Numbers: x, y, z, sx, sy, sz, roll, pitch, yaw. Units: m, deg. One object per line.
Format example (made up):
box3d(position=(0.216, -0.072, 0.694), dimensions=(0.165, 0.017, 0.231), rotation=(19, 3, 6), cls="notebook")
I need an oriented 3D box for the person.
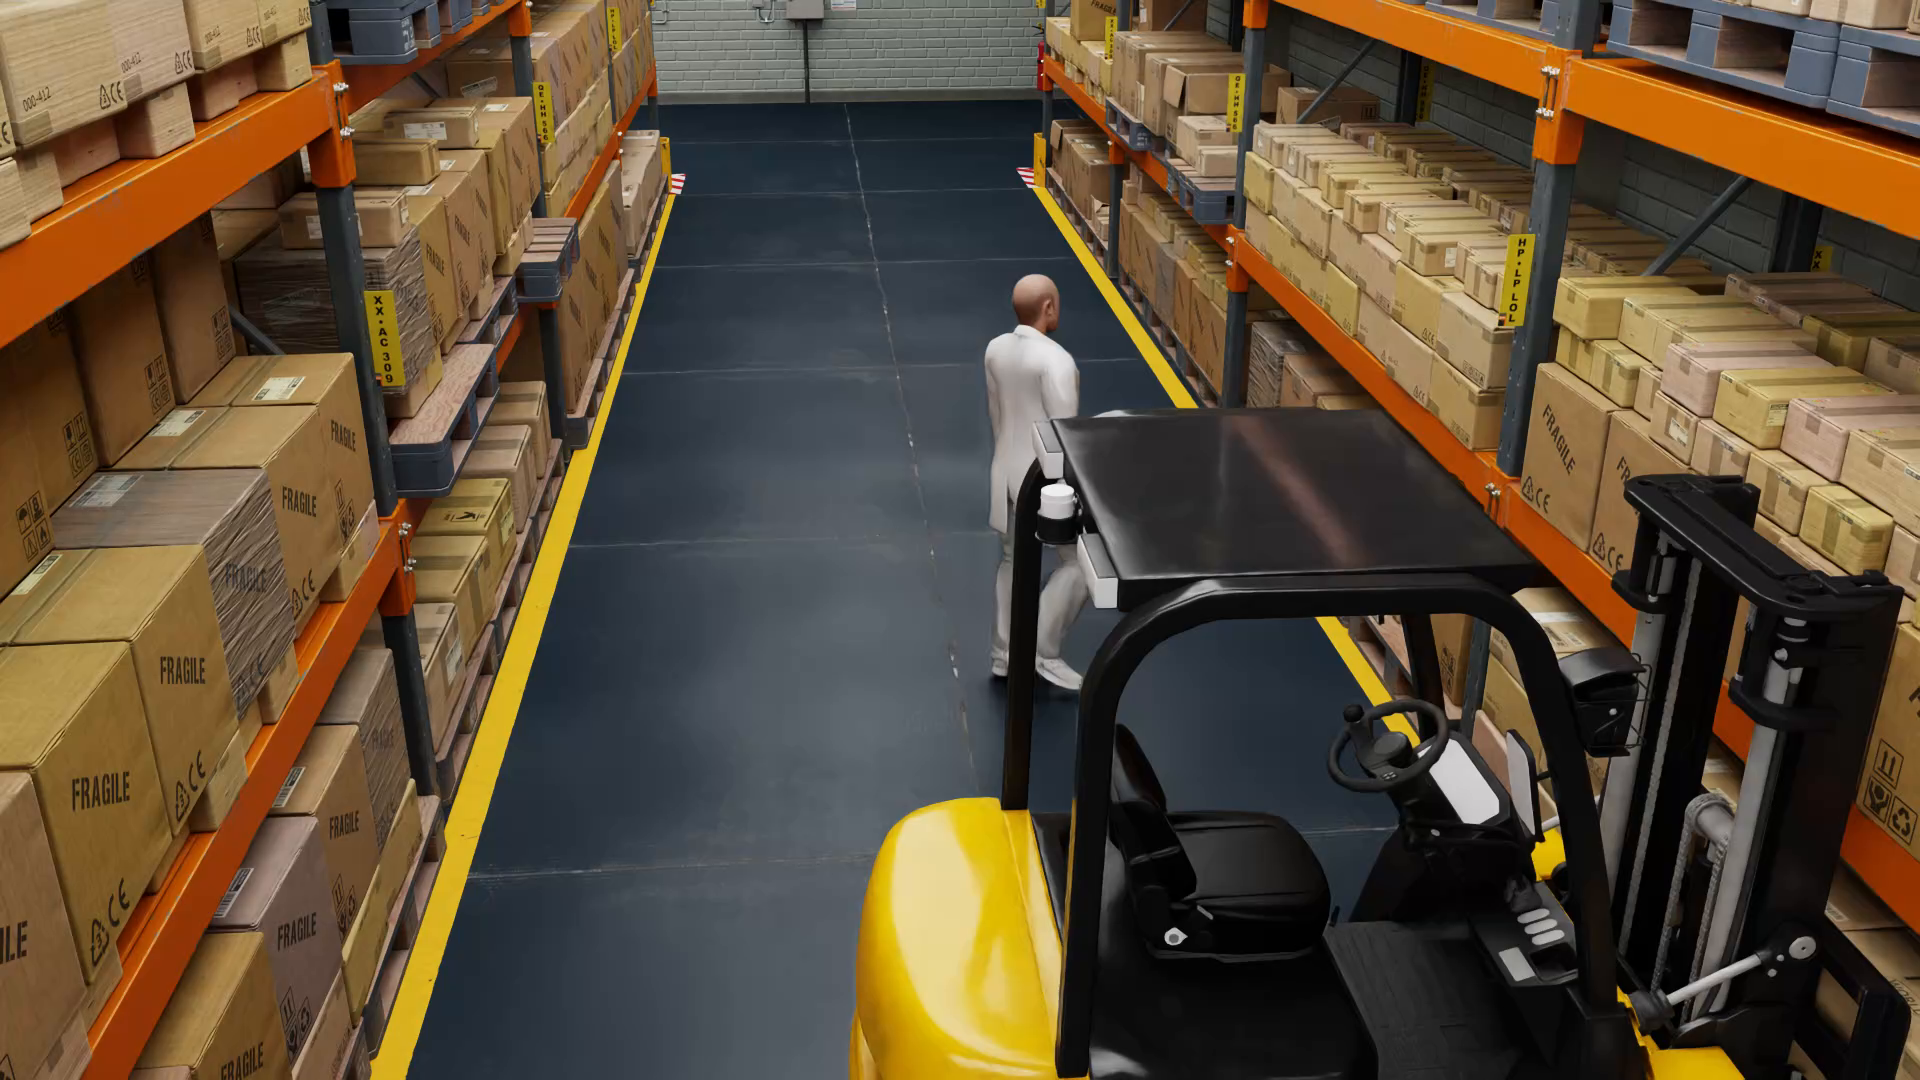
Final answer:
box3d(position=(0.329, -0.245, 7.129), dimensions=(0.496, 1.774, 0.653), rotation=(-16, 28, -32), cls="person")
